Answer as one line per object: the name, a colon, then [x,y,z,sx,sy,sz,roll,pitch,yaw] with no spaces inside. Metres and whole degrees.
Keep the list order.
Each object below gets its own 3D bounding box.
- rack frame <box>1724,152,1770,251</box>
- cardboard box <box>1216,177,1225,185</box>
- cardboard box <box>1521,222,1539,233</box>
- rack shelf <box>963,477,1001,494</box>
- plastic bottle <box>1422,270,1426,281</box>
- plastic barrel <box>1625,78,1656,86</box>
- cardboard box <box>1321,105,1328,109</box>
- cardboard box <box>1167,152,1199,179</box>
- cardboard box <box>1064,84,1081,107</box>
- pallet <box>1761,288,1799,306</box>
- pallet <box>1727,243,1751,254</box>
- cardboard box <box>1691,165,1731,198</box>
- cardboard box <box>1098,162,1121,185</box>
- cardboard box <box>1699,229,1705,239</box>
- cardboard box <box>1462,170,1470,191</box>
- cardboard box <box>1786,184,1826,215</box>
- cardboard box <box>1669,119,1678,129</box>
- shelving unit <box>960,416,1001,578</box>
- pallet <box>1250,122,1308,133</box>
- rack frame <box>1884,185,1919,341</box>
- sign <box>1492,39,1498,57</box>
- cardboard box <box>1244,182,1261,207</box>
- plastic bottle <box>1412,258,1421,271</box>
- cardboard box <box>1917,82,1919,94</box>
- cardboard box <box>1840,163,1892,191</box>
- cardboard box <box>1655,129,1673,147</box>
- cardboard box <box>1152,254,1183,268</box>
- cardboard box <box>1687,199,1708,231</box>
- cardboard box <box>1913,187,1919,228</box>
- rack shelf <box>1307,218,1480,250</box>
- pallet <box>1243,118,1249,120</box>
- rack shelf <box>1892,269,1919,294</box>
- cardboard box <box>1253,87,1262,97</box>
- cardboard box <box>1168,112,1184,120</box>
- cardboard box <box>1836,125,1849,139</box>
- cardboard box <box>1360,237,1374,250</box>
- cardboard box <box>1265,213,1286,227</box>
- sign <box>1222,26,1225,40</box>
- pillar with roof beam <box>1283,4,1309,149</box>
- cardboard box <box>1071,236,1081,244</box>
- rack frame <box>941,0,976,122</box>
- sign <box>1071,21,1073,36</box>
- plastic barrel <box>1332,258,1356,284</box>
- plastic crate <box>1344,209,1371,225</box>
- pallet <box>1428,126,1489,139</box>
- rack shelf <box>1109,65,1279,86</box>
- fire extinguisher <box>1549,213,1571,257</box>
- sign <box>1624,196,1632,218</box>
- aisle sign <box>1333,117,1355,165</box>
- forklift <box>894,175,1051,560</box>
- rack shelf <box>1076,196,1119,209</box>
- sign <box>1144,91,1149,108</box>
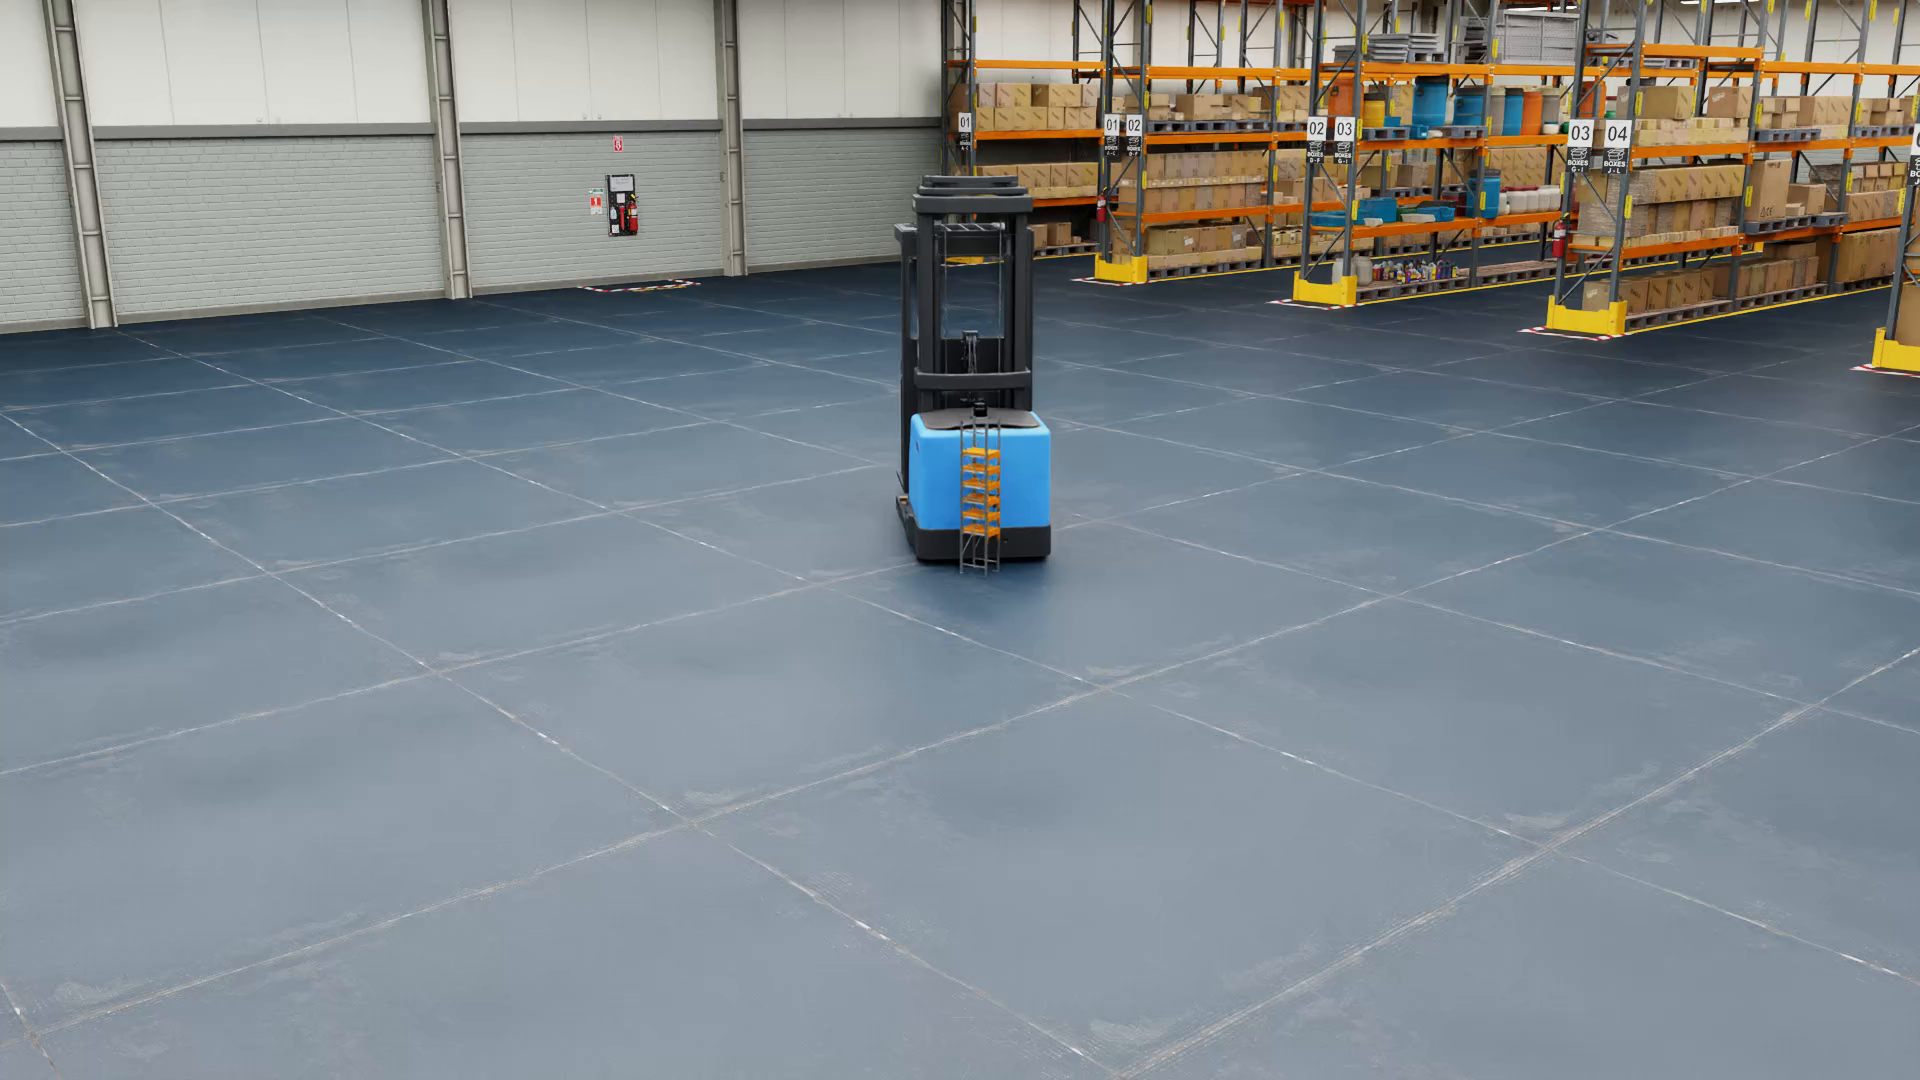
rack frame: [18.538,-8.390,39.348,0.127,3.000,1.000,-13,19,-39]
cardboard box: [5.213,-7.381,34.120,0.250,0.149,0.380,-12,19,-38]
cardboard box: [14.304,-7.944,42.153,0.500,0.250,0.500,-13,19,-39]
rack shelf: [0.153,-0.397,12.619,0.258,0.103,0.180,9,18,31]
plastic bottle: [8.604,-4.913,30.902,0.097,0.201,0.097,0,15,0]
plastic barrel: [14.333,-9.288,35.111,0.708,0.901,0.600,-13,19,-39]
cardboard box: [9.711,-11.335,43.843,0.500,0.250,0.500,-13,20,-40]
cardboard box: [4.393,-7.581,33.611,0.500,0.500,0.700,-13,19,-39]
cardboard box: [2.373,-10.043,37.554,0.500,0.500,0.500,-11,19,-36]
pallet: [14.244,-4.386,29.760,1.213,0.211,1.003,-13,19,-39]
pallet: [17.890,-6.911,39.213,1.213,0.211,1.003,-13,19,-39]
cardboard box: [12.202,-5.853,27.143,0.500,0.500,0.500,-13,19,-39]
cardboard box: [3.388,-8.626,39.186,0.500,0.500,0.700,-13,19,-39]
cardboard box: [11.954,-5.026,27.241,0.250,0.149,0.380,-13,19,-39]
cardboard box: [12.480,-8.860,40.915,0.500,0.500,0.500,-12,19,-38]
cardboard box: [15.018,-6.108,29.799,0.500,0.500,0.700,-9,18,-31]
cardboard box: [10.886,-6.451,25.793,0.250,0.149,0.380,-13,20,-40]
shelving unit: [0.153,-0.324,12.639,0.258,1.200,0.189,9,18,31]
pallet: [6.894,-8.831,35.556,1.217,0.209,0.805,-14,20,-42]
rack frame: [12.899,-3.733,21.912,0.127,3.000,1.000,-13,19,-39]
sign: [9.838,-9.046,30.582,0.005,0.325,0.100,-13,19,-39]
cardboard box: [5.906,-7.294,35.051,0.500,0.500,0.700,-13,20,-41]
plastic bottle: [8.699,-5.206,31.708,0.185,0.351,0.144,-13,19,-39]
cardboard box: [19.485,-9.017,33.229,0.500,0.250,0.500,-14,21,-43]
cardboard box: [17.311,-6.949,31.815,0.637,0.503,0.797,-12,19,-38]
cardboard box: [10.637,-6.212,25.672,0.500,0.250,0.500,-13,20,-41]
cardboard box: [4.144,-5.652,33.611,0.500,0.250,0.500,-13,19,-39]
cardboard box: [11.645,-5.339,27.154,0.500,0.500,0.875,-13,19,-39]
cardboard box: [13.204,-4.382,21.960,0.550,0.550,0.875,-13,19,-39]
rack shelf: [7.977,-5.671,30.562,4.000,0.370,1.077,-13,19,-39]
pallet: [6.450,-10.441,41.579,1.003,0.211,1.213,-12,19,-37]
rack shelf: [14.408,-3.724,23.273,4.000,0.370,1.077,-13,19,-39]
cardboard box: [7.861,-11.493,42.654,0.500,0.250,0.500,-13,20,-41]
cardboard box: [4.222,-8.408,33.004,0.250,0.149,0.380,-13,19,-39]
cardboard box: [15.557,-7.319,29.816,0.500,0.250,0.500,-13,19,-39]
cardboard box: [9.017,-6.738,37.676,0.500,0.250,0.500,-12,19,-38]
cardboard box: [7.943,-8.519,43.182,0.750,0.750,0.750,-12,19,-38]
sign: [6.363,-12.247,40.200,0.005,0.325,0.100,-13,19,-39]
pillar with roof beam: [11.803,-11.988,41.194,0.400,9.000,9.100,-13,19,-39]
cardboard box: [2.598,-7.033,38.905,0.380,0.166,0.250,13,20,40]
rack frame: [-0.035,-10.507,35.647,0.127,3.000,1.000,-13,19,-39]
sign: [2.613,-11.819,38.443,0.005,0.325,0.100,-13,19,-39]
plastic barrel: [6.914,-4.807,29.940,0.421,0.512,0.421,0,15,0]
plastic crate: [7.143,-5.860,30.163,0.408,0.251,0.499,-13,19,-39]
pallet: [9.005,-7.574,30.846,1.003,0.211,1.213,-13,19,-39]
rack shelf: [4.728,-9.341,33.452,4.000,0.370,1.077,-13,19,-39]
fire extinguisher: [9.330,-4.748,25.864,0.183,0.674,0.296,-13,19,-39]
sign: [10.075,-5.028,25.083,0.005,0.325,0.100,-13,19,-39]
aisle sign: [6.606,-6.866,28.606,0.004,0.787,0.394,-13,19,-39]
forklift: [0.031,-1.594,14.037,1.130,2.935,3.031,-2,15,-6]
rack shelf: [4.491,-8.277,40.319,4.000,0.370,1.077,-13,19,-39]
sign: [3.579,-8.445,31.895,0.005,0.325,0.100,-13,19,-39]
